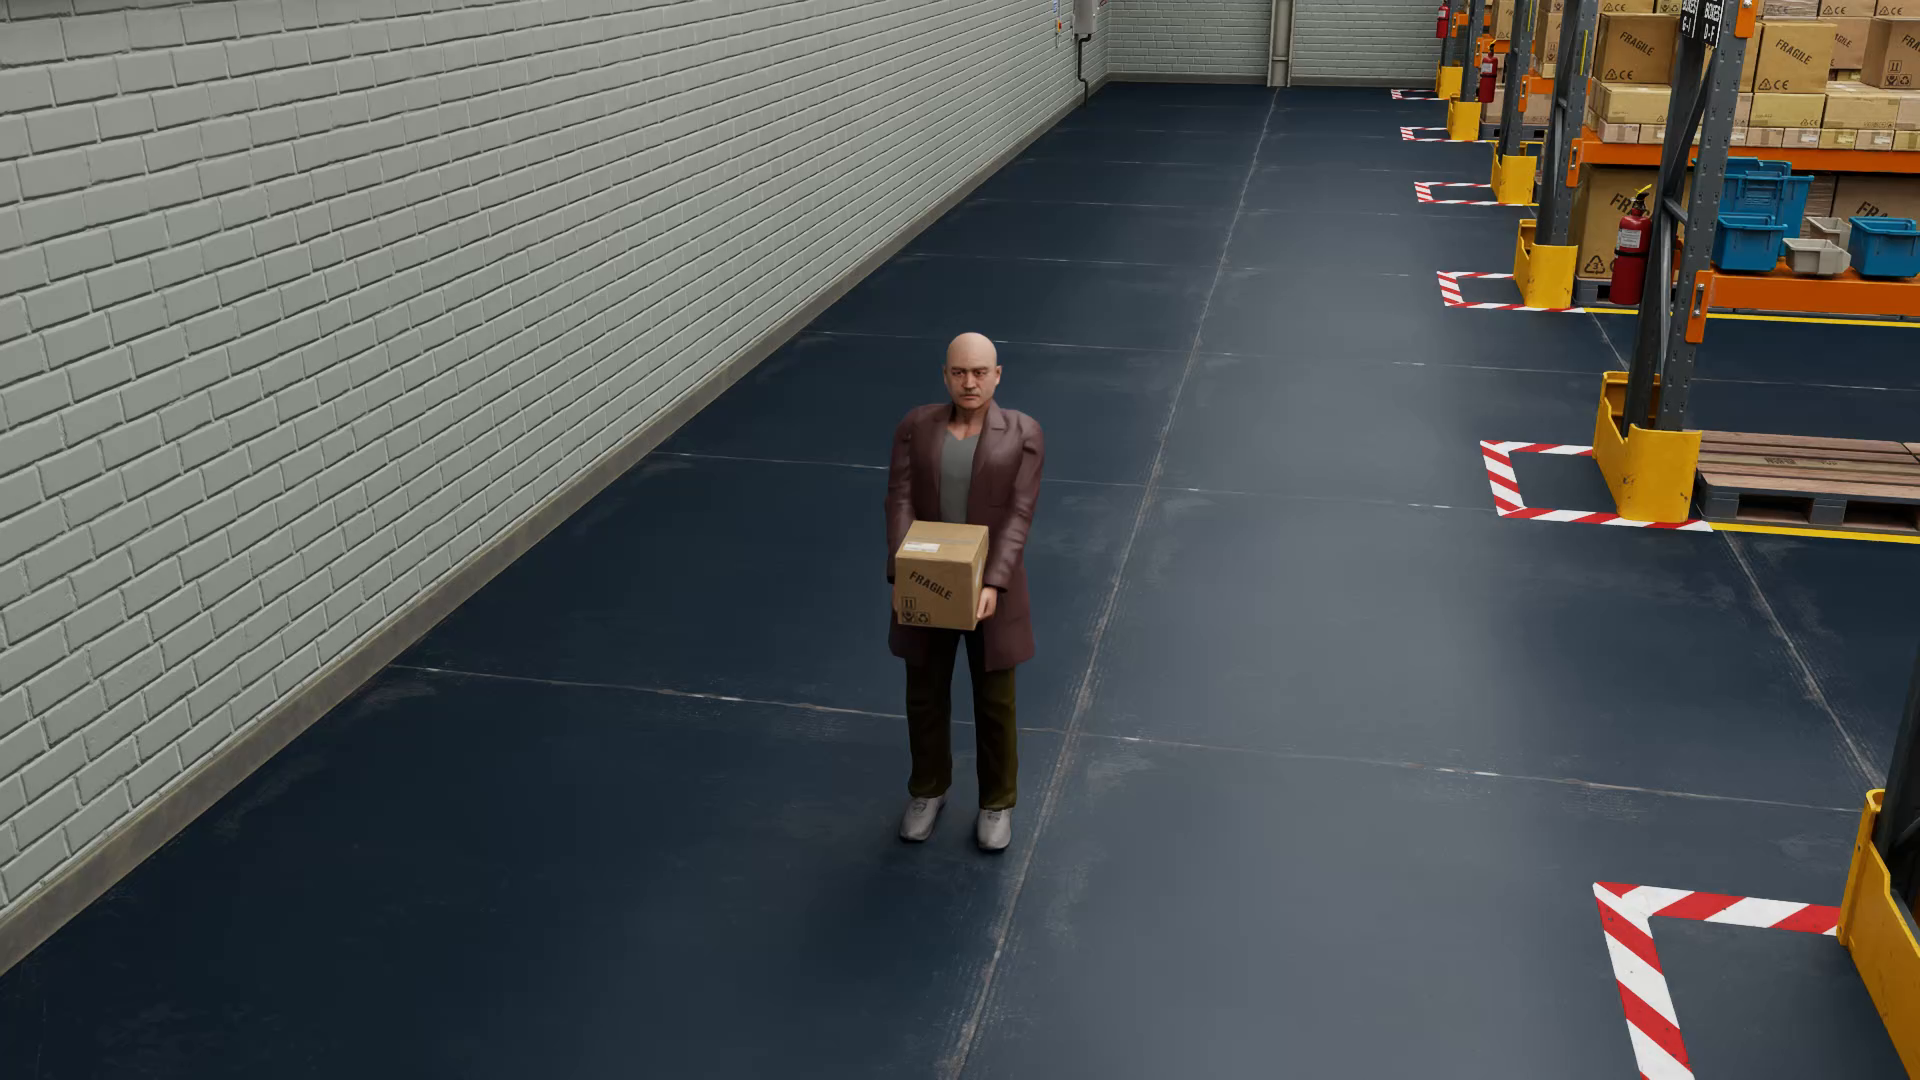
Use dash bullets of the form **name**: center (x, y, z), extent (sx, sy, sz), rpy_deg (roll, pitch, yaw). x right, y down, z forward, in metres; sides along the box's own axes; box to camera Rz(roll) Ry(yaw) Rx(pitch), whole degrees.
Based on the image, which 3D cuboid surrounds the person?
- **person**: center (-0.008, 0.214, 5.561), extent (0.527, 1.776, 0.545), rpy_deg (5, 22, 12)
